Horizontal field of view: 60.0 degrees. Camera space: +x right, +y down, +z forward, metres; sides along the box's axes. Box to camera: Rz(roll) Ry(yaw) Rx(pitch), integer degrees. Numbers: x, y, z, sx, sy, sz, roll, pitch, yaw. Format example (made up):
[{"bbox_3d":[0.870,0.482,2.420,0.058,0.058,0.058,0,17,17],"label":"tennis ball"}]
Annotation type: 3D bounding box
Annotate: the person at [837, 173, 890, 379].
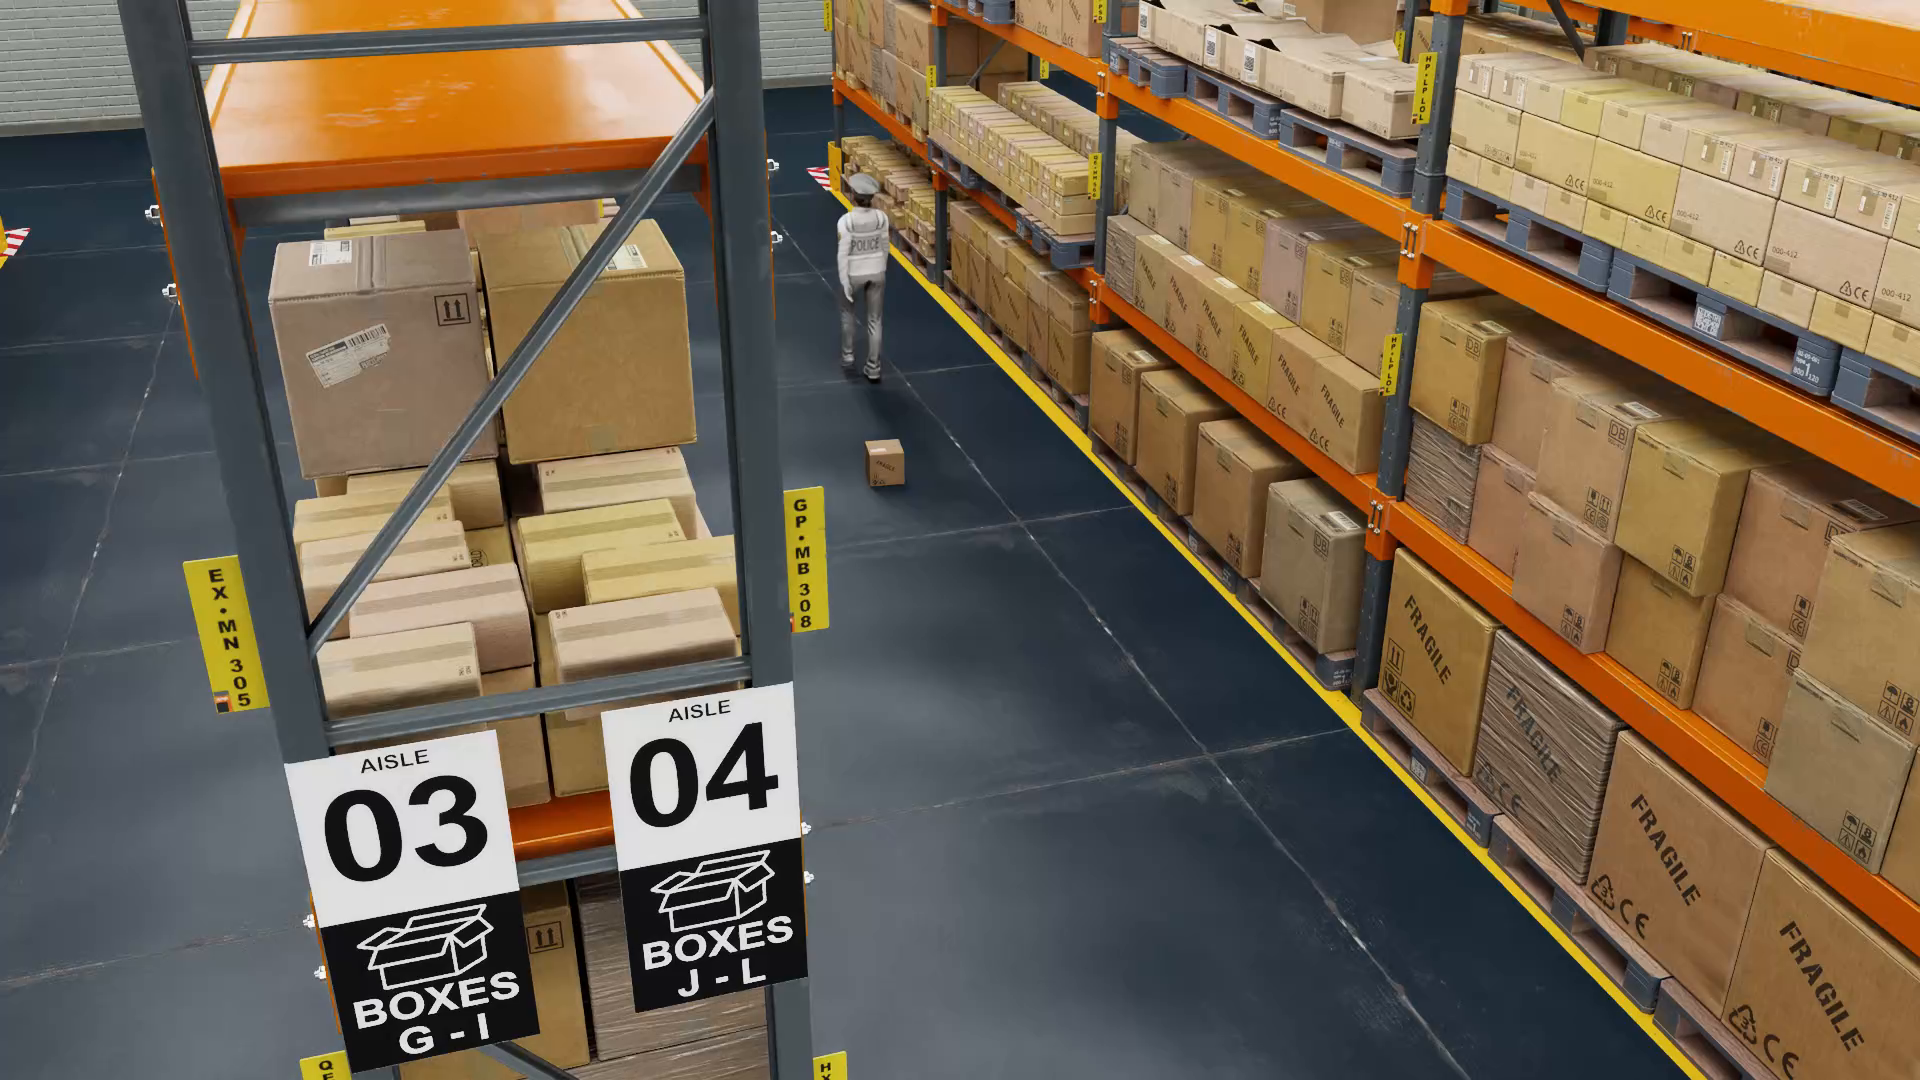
[{"bbox_3d":[-0.803,-2.155,13.686,0.479,1.755,0.637,-7,27,-14],"label":"person"}]
